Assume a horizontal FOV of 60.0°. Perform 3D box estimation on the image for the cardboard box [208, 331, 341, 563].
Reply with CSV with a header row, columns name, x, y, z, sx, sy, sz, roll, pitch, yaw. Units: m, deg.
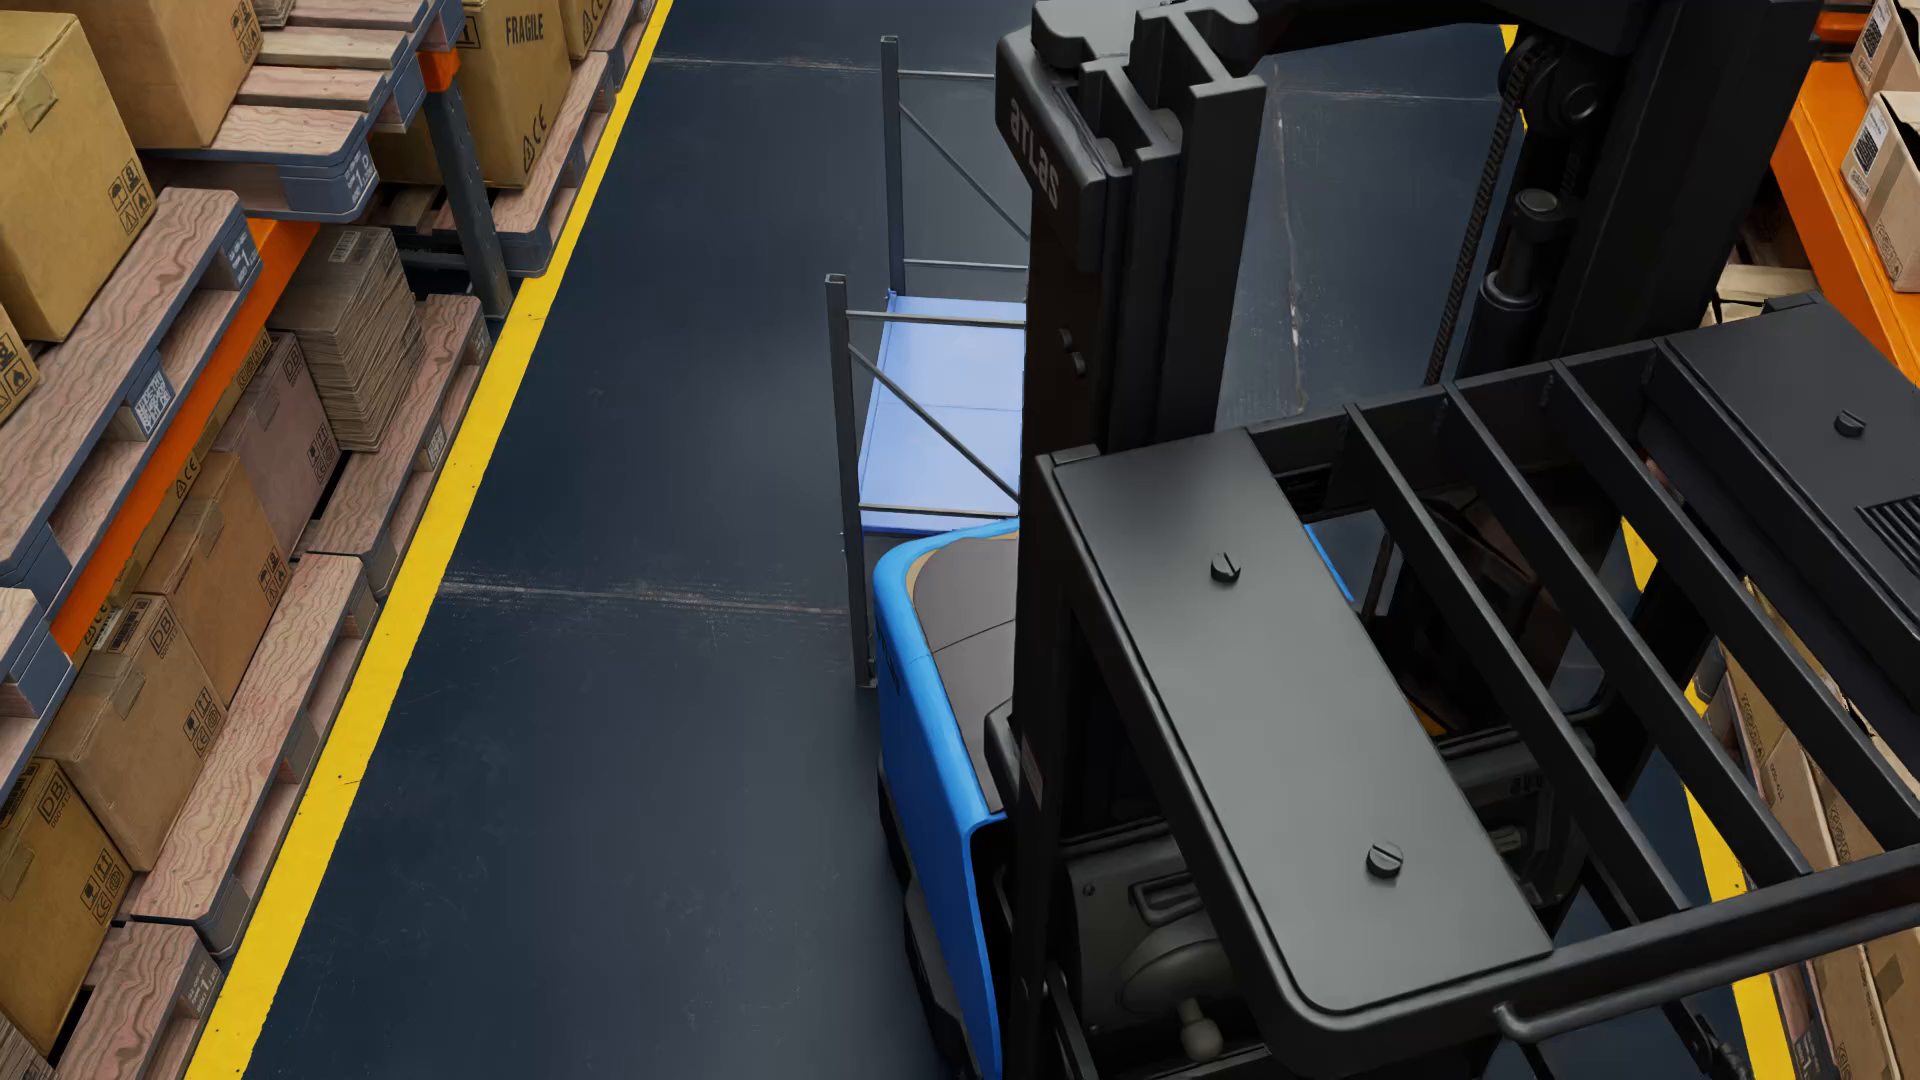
name,x,y,z,sx,sy,sz,roll,pitch,yaw
cardboard box,-2.303,-0.278,4.867,0.700,0.500,0.500,4,48,3

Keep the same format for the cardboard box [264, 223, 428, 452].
name,x,y,z,sx,sy,sz,roll,pitch,yaw
cardboard box,-2.140,-0.648,5.206,0.700,0.500,0.500,4,48,4

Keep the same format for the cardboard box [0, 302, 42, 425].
name,x,y,z,sx,sy,sz,roll,pitch,yaw
cardboard box,-2.323,-0.387,3.205,0.700,0.500,0.500,10,48,9

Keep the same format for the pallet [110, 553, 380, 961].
name,x,y,z,sx,sy,sz,roll,pitch,yaw
pallet,-2.313,0.533,4.619,1.003,0.211,1.213,4,48,4

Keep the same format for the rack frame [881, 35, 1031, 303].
name,x,y,z,sx,sy,sz,roll,pitch,yaw
rack frame,0.039,-0.817,4.981,0.500,1.500,0.032,4,48,4

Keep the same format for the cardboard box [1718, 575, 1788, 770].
name,x,y,z,sx,sy,sz,roll,pitch,yaw
cardboard box,2.381,0.357,4.469,0.500,0.250,0.500,3,48,2

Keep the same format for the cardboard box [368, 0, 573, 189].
name,x,y,z,sx,sy,sz,roll,pitch,yaw
cardboard box,-1.929,-1.824,6.058,0.750,0.750,0.750,3,48,3

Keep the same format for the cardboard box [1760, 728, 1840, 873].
name,x,y,z,sx,sy,sz,roll,pitch,yaw
cardboard box,2.334,0.734,4.124,0.500,0.250,0.500,5,48,4

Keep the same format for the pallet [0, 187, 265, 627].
name,x,y,z,sx,sy,sz,roll,pitch,yaw
pallet,-2.266,-0.354,3.671,1.003,0.211,1.213,4,48,4

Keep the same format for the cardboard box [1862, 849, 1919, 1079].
name,x,y,z,sx,sy,sz,roll,pitch,yaw
cardboard box,2.283,0.924,3.571,0.500,0.311,0.500,4,48,3

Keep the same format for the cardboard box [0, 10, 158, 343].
name,x,y,z,sx,sy,sz,roll,pitch,yaw
cardboard box,-2.250,-0.795,3.579,0.700,0.500,0.500,4,48,4

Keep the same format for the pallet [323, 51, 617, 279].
name,x,y,z,sx,sy,sz,roll,pitch,yaw
pallet,-1.979,-1.509,6.487,1.003,0.211,1.213,4,48,4

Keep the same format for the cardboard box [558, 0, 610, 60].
name,x,y,z,sx,sy,sz,roll,pitch,yaw
cardboard box,-1.842,-2.467,6.646,0.750,0.750,0.750,4,48,3

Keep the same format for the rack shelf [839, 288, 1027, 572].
name,x,y,z,sx,sy,sz,roll,pitch,yaw
rack shelf,-0.008,-0.322,4.772,0.538,0.185,1.000,4,48,4

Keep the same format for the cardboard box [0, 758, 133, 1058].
name,x,y,z,sx,sy,sz,roll,pitch,yaw
cardboard box,-2.443,0.833,3.851,0.700,0.500,0.500,3,48,3

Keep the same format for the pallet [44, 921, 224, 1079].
name,x,y,z,sx,sy,sz,roll,pitch,yaw
pallet,-2.421,1.432,3.797,1.003,0.211,1.213,4,48,4

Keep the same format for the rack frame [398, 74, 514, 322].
name,x,y,z,sx,sy,sz,roll,pitch,yaw
rack frame,-2.126,-1.876,4.933,1.000,3.000,0.127,4,48,4

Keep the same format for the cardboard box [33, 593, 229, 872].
name,x,y,z,sx,sy,sz,roll,pitch,yaw
cardboard box,-2.356,0.461,4.191,0.700,0.500,0.500,4,48,4

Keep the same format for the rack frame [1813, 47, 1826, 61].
name,x,y,z,sx,sy,sz,roll,pitch,yaw
rack frame,2.807,-1.546,4.631,1.000,3.000,0.127,4,48,4

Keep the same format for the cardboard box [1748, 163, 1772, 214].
name,x,y,z,sx,sy,sz,roll,pitch,yaw
cardboard box,2.659,-1.554,6.034,0.500,0.500,0.500,6,48,5

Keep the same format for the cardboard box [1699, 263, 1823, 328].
name,x,y,z,sx,sy,sz,roll,pitch,yaw
cardboard box,2.467,-0.584,4.950,0.500,0.311,0.500,5,48,5

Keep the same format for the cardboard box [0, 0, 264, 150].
name,x,y,z,sx,sy,sz,roll,pitch,yaw
cardboard box,-2.183,-1.300,4.040,0.700,0.500,0.500,0,48,0

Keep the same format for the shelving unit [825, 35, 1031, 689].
name,x,y,z,sx,sy,sz,roll,pitch,yaw
shelving unit,-0.008,-0.443,4.639,0.538,1.500,1.048,4,48,4

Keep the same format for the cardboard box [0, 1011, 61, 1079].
name,x,y,z,sx,sy,sz,roll,pitch,yaw
cardboard box,-2.440,1.216,3.501,0.700,0.500,0.500,5,48,5

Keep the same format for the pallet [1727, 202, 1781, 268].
name,x,y,z,sx,sy,sz,roll,pitch,yaw
pallet,2.913,-1.151,6.159,1.003,0.211,1.213,4,48,4

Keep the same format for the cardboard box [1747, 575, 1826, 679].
name,x,y,z,sx,sy,sz,roll,pitch,yaw
cardboard box,2.379,0.178,4.254,0.500,0.311,0.500,3,48,2

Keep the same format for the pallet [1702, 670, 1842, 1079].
name,x,y,z,sx,sy,sz,roll,pitch,yaw
pallet,2.580,0.892,4.291,1.003,0.211,1.213,4,48,4

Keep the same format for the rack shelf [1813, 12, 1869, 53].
name,x,y,z,sx,sy,sz,roll,pitch,yaw
rack shelf,2.989,-2.773,6.241,1.077,0.370,4.000,4,48,4

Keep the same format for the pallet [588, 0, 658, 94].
name,x,y,z,sx,sy,sz,roll,pitch,yaw
pallet,-1.866,-2.403,7.305,1.003,0.211,1.213,4,48,4

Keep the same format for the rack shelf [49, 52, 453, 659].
name,x,y,z,sx,sy,sz,roll,pitch,yaw
rack shelf,-2.308,-0.164,3.854,1.077,0.370,4.000,4,48,4

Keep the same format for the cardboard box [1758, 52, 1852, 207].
name,x,y,z,sx,sy,sz,roll,pitch,yaw
cardboard box,3.175,-1.551,6.032,0.500,0.500,0.500,2,48,2

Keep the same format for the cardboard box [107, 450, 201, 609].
name,x,y,z,sx,sy,sz,roll,pitch,yaw
cardboard box,-2.296,-0.109,4.204,0.500,0.250,0.500,4,48,3

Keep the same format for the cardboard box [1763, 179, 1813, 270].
name,x,y,z,sx,sy,sz,roll,pitch,yaw
cardboard box,3.133,-1.166,5.679,0.500,0.500,0.500,6,48,5

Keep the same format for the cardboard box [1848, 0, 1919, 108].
name,x,y,z,sx,sy,sz,roll,pitch,yaw
cardboard box,2.731,-1.251,4.422,0.500,0.311,0.500,7,48,6

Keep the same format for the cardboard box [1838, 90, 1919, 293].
name,x,y,z,sx,sy,sz,roll,pitch,yaw
cardboard box,2.533,-0.872,4.075,0.500,0.311,0.500,3,48,3

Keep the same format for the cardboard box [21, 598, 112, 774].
name,x,y,z,sx,sy,sz,roll,pitch,yaw
cardboard box,-2.360,0.257,3.870,0.500,0.250,0.500,3,48,2

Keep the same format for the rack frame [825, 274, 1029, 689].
name,x,y,z,sx,sy,sz,roll,pitch,yaw
rack frame,-0.054,-0.070,4.298,0.500,1.500,0.032,4,48,4

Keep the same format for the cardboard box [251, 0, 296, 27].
name,x,y,z,sx,sy,sz,roll,pitch,yaw
cardboard box,-2.159,-1.712,4.417,0.700,0.500,0.500,-1,48,-1

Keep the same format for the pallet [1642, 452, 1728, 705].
name,x,y,z,sx,sy,sz,roll,pitch,yaw
pallet,2.693,-0.002,5.109,1.003,0.211,1.213,4,48,4

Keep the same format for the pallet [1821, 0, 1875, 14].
name,x,y,z,sx,sy,sz,roll,pitch,yaw
pallet,2.799,-1.984,5.162,1.213,0.211,1.003,4,48,4

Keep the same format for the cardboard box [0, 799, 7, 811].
name,x,y,z,sx,sy,sz,roll,pitch,yaw
cardboard box,-2.404,0.639,3.520,0.500,0.250,0.500,3,48,3

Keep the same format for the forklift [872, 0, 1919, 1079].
name,x,y,z,sx,sy,sz,roll,pitch,yaw
forklift,0.694,0.695,2.628,1.130,2.935,3.031,-12,49,-11

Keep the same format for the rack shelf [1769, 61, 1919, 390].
name,x,y,z,sx,sy,sz,roll,pitch,yaw
rack shelf,2.625,0.167,3.552,1.077,0.370,4.000,4,48,4

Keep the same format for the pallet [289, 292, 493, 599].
name,x,y,z,sx,sy,sz,roll,pitch,yaw
pallet,-2.199,-0.361,5.437,1.003,0.211,1.213,4,48,4

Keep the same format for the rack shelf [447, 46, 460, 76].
name,x,y,z,sx,sy,sz,roll,pitch,yaw
rack shelf,-1.944,-3.103,6.543,1.077,0.370,4.000,4,48,4

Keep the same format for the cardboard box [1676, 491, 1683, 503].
name,x,y,z,sx,sy,sz,roll,pitch,yaw
cardboard box,2.422,-0.025,4.819,0.500,0.250,0.500,3,48,2

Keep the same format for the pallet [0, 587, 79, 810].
name,x,y,z,sx,sy,sz,roll,pitch,yaw
pallet,-2.276,0.576,2.820,1.003,0.211,1.213,4,48,4

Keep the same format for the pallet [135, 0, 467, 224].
name,x,y,z,sx,sy,sz,roll,pitch,yaw
pallet,-2.085,-1.281,4.518,1.213,0.211,1.003,4,48,4

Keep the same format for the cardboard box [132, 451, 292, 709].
name,x,y,z,sx,sy,sz,roll,pitch,yaw
cardboard box,-2.320,0.089,4.531,0.700,0.500,0.500,4,48,3

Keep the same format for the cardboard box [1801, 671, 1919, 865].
name,x,y,z,sx,sy,sz,roll,pitch,yaw
cardboard box,2.333,0.555,3.908,0.500,0.311,0.500,3,48,3

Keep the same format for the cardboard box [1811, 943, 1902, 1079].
name,x,y,z,sx,sy,sz,roll,pitch,yaw
cardboard box,2.286,1.108,3.783,0.500,0.250,0.500,5,48,4

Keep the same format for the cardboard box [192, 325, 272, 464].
name,x,y,z,sx,sy,sz,roll,pitch,yaw
cardboard box,-2.254,-0.487,4.550,0.500,0.250,0.500,5,48,4
